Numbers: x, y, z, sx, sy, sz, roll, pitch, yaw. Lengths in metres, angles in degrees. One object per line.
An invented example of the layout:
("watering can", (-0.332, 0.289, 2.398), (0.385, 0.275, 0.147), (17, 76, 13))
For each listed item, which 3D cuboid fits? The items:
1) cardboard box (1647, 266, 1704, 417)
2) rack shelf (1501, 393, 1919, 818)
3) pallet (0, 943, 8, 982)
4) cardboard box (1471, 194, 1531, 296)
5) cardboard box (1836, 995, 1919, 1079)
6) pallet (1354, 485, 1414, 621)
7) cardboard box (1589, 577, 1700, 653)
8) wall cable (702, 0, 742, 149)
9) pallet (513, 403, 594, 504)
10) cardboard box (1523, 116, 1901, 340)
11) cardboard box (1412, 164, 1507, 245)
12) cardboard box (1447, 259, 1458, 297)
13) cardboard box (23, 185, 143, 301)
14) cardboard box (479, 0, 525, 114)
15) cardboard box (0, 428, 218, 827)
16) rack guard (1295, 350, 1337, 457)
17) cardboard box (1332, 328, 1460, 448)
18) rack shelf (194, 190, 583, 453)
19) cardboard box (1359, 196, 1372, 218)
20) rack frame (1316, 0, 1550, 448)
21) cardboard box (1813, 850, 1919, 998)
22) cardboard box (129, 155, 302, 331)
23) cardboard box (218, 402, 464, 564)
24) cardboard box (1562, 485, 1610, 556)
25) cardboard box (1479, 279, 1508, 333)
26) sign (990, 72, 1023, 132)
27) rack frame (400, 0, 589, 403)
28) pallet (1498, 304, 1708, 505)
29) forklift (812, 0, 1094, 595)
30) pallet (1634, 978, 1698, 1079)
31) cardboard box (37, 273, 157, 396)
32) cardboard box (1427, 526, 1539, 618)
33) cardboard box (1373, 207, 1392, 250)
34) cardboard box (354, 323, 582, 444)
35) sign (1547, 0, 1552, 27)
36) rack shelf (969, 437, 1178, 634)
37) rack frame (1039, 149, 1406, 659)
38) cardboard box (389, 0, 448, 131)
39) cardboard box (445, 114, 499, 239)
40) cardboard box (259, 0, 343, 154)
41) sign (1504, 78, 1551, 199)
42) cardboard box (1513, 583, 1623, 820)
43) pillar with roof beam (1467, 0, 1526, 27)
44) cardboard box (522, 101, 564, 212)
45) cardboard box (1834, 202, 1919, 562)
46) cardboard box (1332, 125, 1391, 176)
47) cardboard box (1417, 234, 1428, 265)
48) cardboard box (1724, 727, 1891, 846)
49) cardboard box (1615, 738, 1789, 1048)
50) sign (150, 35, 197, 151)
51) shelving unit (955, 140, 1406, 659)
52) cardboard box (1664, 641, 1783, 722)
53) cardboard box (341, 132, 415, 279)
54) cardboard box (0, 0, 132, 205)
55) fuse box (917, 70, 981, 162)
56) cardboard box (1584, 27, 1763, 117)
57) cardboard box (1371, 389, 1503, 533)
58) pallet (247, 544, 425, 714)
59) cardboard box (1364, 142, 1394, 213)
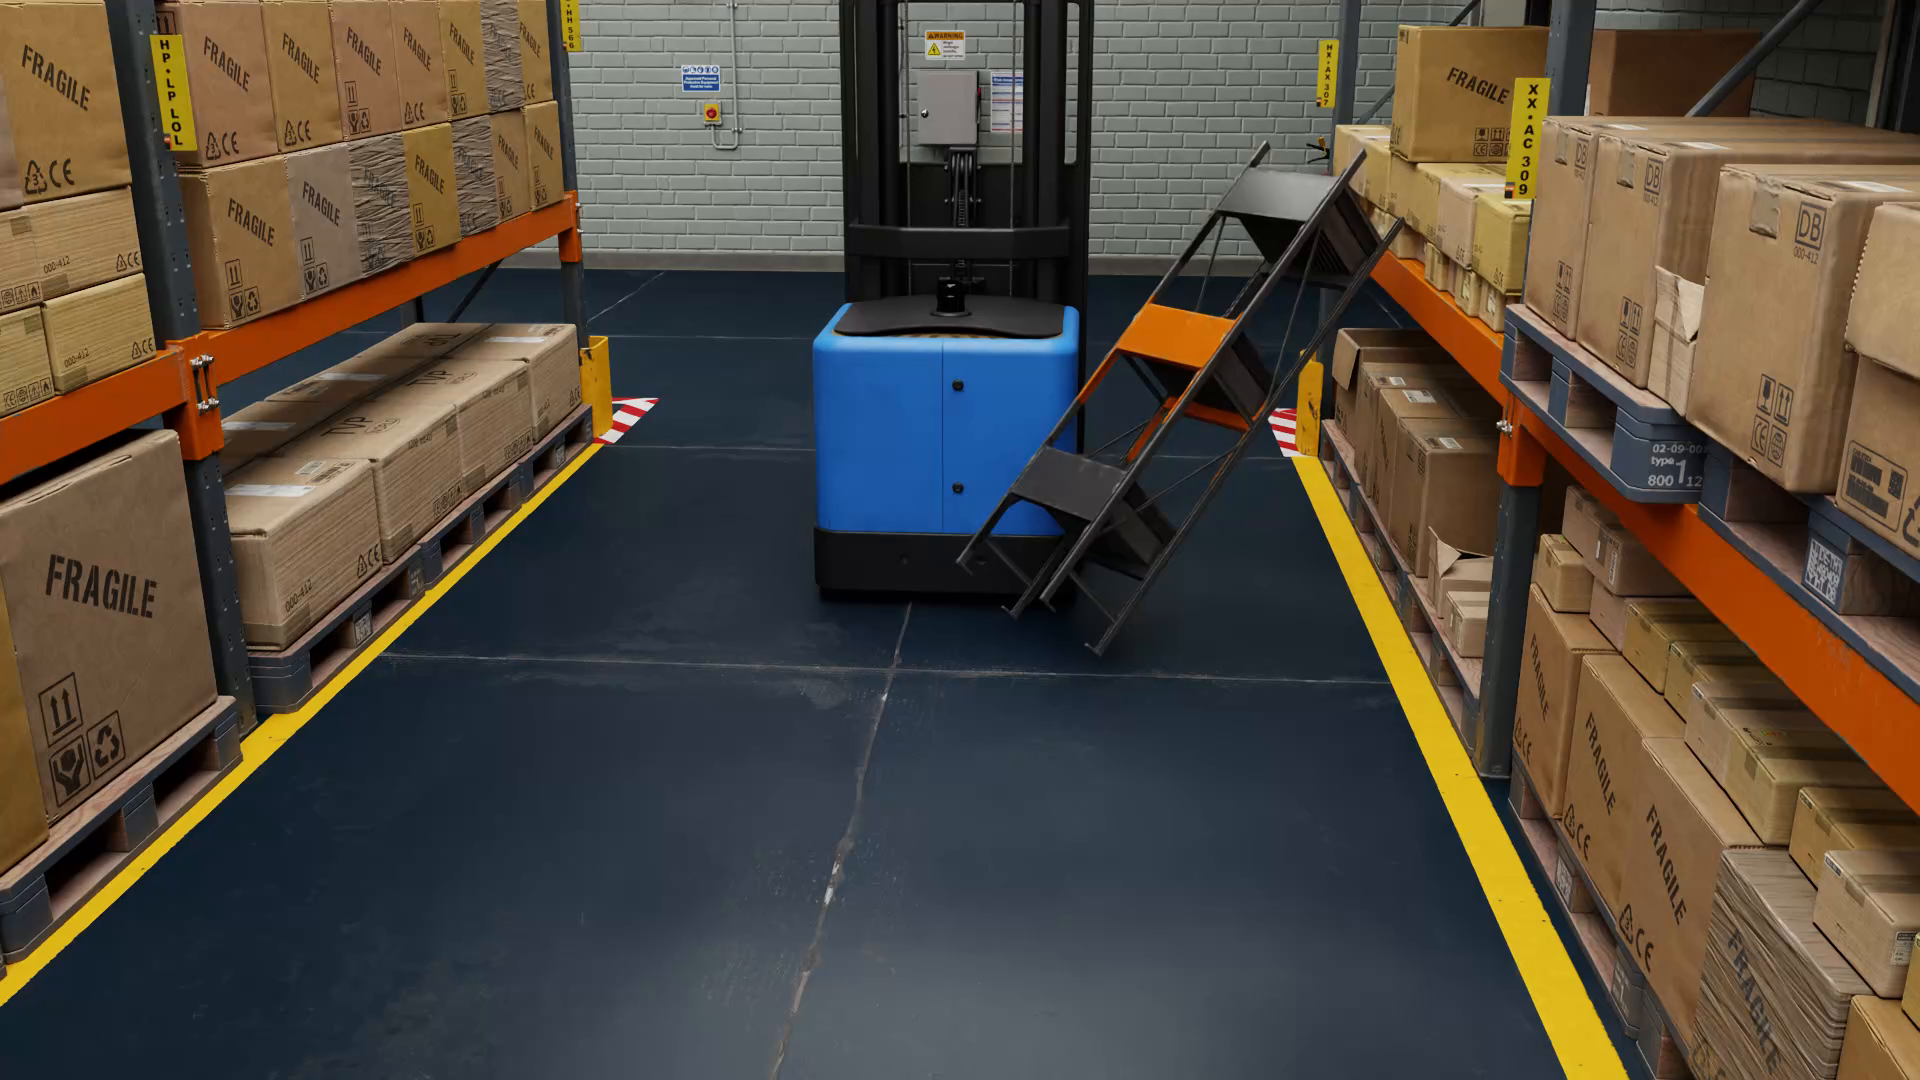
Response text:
("cardboard box", (1.632, -0.401, 3.372), (0.396, 0.266, 0.258), (2, 18, 7))
("rack shelf", (1.971, 0.275, 2.923), (1.077, 0.370, 4.000), (1, 18, 4))
("pallet", (-2.902, 1.148, 3.580), (1.003, 0.211, 1.213), (1, 18, 4))
("cardboard box", (1.908, -0.922, 5.183), (0.500, 0.250, 0.500), (2, 18, 5))
("cardboard box", (1.725, 1.088, 2.625), (0.500, 0.500, 0.500), (2, 18, 6))
("pallet", (2.249, 0.044, 6.952), (1.003, 0.211, 1.213), (1, 18, 4))
("cardboard box", (1.881, 0.185, 4.340), (0.380, 0.149, 0.250), (1, 18, 2))
("wall cable", (-2.169, -4.290, 14.016), (0.585, 1.953, 0.123), (1, 18, 4))
("pallet", (-2.529, -0.465, 8.504), (1.003, 0.211, 1.213), (1, 18, 4))
("cardboard box", (1.857, -0.790, 4.183), (0.700, 0.500, 0.500), (2, 18, 5))
("cardboard box", (1.978, -1.233, 6.131), (0.500, 0.250, 0.500), (1, 18, 4))
("cardboard box", (1.923, -0.917, 5.809), (0.380, 0.149, 0.250), (2, 18, 5))
("cardboard box", (-2.626, -0.822, 4.553), (0.500, 0.250, 0.500), (1, 18, 4))
("cardboard box", (-2.355, -2.245, 7.691), (0.500, 0.500, 0.500), (1, 18, 4))
("cardboard box", (-2.801, 0.206, 4.714), (0.875, 0.875, 0.875), (2, 18, 6))
("rack guard", (2.396, -0.719, 8.816), (1.175, 0.500, 0.348), (1, 18, 4))
("cardboard box", (2.263, -0.756, 8.248), (0.797, 0.503, 0.637), (1, 18, 2))
("rack shelf", (-2.693, -1.077, 7.049), (1.077, 0.370, 4.000), (1, 18, 4))
("cardboard box", (2.132, -1.635, 8.000), (0.380, 0.149, 0.250), (2, 18, 5))
("rack frame", (2.401, -1.931, 8.498), (1.000, 3.000, 0.127), (1, 18, 4))
("cardboard box", (1.733, 0.664, 2.879), (0.380, 0.149, 0.250), (0, 18, 1))
("cardboard box", (-2.542, -0.986, 5.453), (0.500, 0.500, 0.500), (2, 18, 6))
("cardboard box", (-2.621, -0.251, 6.812), (0.875, 0.438, 0.875), (1, 18, 2))
("cardboard box", (1.884, -0.043, 4.557), (0.380, 0.149, 0.250), (1, 18, 3))
("cardboard box", (1.882, -0.755, 5.314), (0.380, 0.149, 0.250), (2, 18, 5))
("sign", (0.423, -3.708, 14.075), (0.329, 0.494, 0.001), (1, 18, 4))
("rack frame", (-2.550, -2.040, 8.833), (1.000, 3.000, 0.127), (1, 18, 4))
("pallet", (1.948, -0.352, 3.987), (1.003, 0.211, 1.213), (1, 18, 4))
("forklift", (0.048, -1.588, 7.564), (1.130, 2.935, 3.031), (1, 18, 4))
("pallet", (2.009, 1.270, 3.208), (1.003, 0.211, 1.213), (1, 18, 4))
("cardboard box", (-2.617, -0.582, 4.623), (0.500, 0.250, 0.500), (1, 18, 3))
("cardboard box", (1.887, 0.121, 5.954), (0.396, 0.266, 0.258), (2, 18, 6))
("cardboard box", (1.962, -1.316, 7.027), (0.380, 0.149, 0.250), (1, 18, 2))
("cardboard box", (-2.498, -0.815, 8.534), (0.875, 0.438, 0.875), (1, 18, 2))
("sign", (2.953, -2.613, 8.212), (0.100, 0.325, 0.005), (1, 18, 4))
("rack shelf", (0.438, -0.009, 6.140), (0.480, 0.431, 0.518), (22, 72, 50))
("rack frame", (0.998, -0.513, 6.095), (0.015, 0.400, 2.100), (22, 72, 50))
("cardboard box", (-2.432, -1.935, 6.746), (0.500, 0.500, 0.500), (1, 18, 4))
("cardboard box", (-2.399, -1.617, 7.379), (0.500, 0.500, 0.500), (2, 18, 6))
("cardboard box", (-2.519, -1.620, 5.783), (0.500, 0.500, 0.500), (1, 18, 3))
("sign", (1.573, -1.110, 4.602), (0.100, 0.325, 0.005), (1, 18, 4))
("cardboard box", (1.855, 0.445, 4.588), (0.500, 0.500, 0.500), (2, 18, 6))
("pillar with roof beam", (-0.800, -5.695, 10.352), (9.100, 9.000, 0.400), (1, 18, 4))
("cardboard box", (-2.321, -1.932, 8.342), (0.500, 0.500, 0.500), (1, 18, 4))
("cardboard box", (1.760, -0.206, 2.394), (0.797, 0.503, 0.637), (1, 18, 3))
("cardboard box", (2.100, -1.866, 8.064), (0.500, 0.250, 0.500), (1, 18, 4))
("cardboard box", (2.014, -1.153, 6.527), (0.380, 0.149, 0.250), (1, 18, 4))
("cardboard box", (1.792, 0.504, 3.366), (0.380, 0.149, 0.250), (2, 18, 6))
("cardboard box", (1.787, 0.765, 3.610), (0.500, 0.500, 0.500), (1, 18, 2))
("sign", (-2.295, -1.302, 4.846), (0.100, 0.325, 0.005), (1, 18, 4))
("shelving unit", (0.852, -0.573, 6.282), (0.503, 0.431, 2.100), (22, 72, 50))
("cardboard box", (1.867, 0.350, 3.835), (0.380, 0.149, 0.250), (1, 18, 3))
("cardboard box", (-2.460, -1.296, 6.401), (0.500, 0.500, 0.500), (1, 18, 4))
("cardboard box", (-2.618, -1.176, 4.430), (0.500, 0.500, 0.500), (2, 18, 6))
("fuse box", (-0.084, -3.088, 14.098), (0.539, 1.711, 0.414), (1, 18, 4))
("cardboard box", (2.487, -1.572, 5.961), (0.500, 0.500, 0.500), (1, 18, 2))
("cardboard box", (2.025, -0.328, 6.947), (0.500, 0.500, 0.500), (2, 18, 5))
("pallet", (-2.704, 0.293, 6.191), (1.003, 0.211, 1.213), (1, 18, 4))
("cardboard box", (2.031, -1.552, 7.105), (0.500, 0.250, 0.500), (1, 18, 3))
